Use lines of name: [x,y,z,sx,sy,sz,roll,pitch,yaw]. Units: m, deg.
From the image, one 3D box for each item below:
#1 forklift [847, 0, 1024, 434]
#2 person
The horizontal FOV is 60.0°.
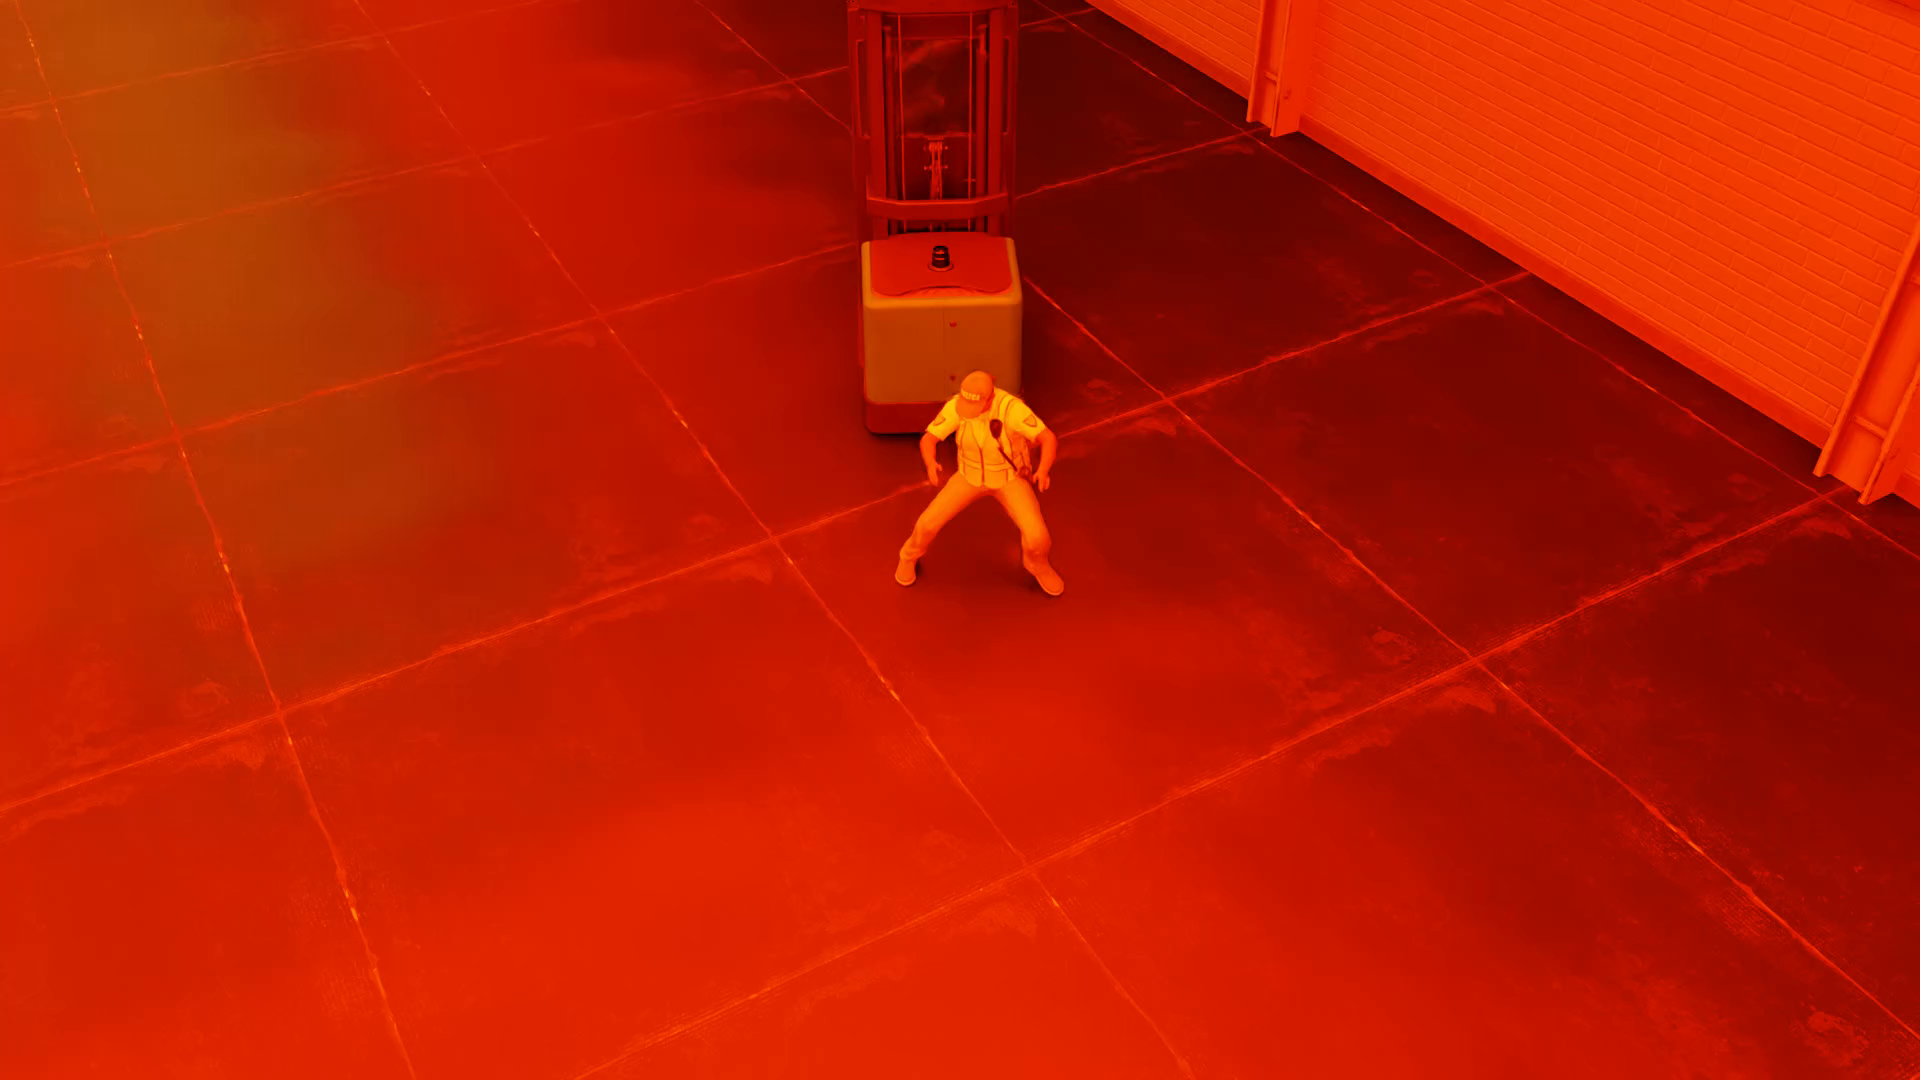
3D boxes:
forklift: [-0.188,-2.760,11.364,1.130,2.935,3.031,-2,40,-3]
person: [0.126,-0.321,9.593,1.027,1.437,0.729,15,42,17]
